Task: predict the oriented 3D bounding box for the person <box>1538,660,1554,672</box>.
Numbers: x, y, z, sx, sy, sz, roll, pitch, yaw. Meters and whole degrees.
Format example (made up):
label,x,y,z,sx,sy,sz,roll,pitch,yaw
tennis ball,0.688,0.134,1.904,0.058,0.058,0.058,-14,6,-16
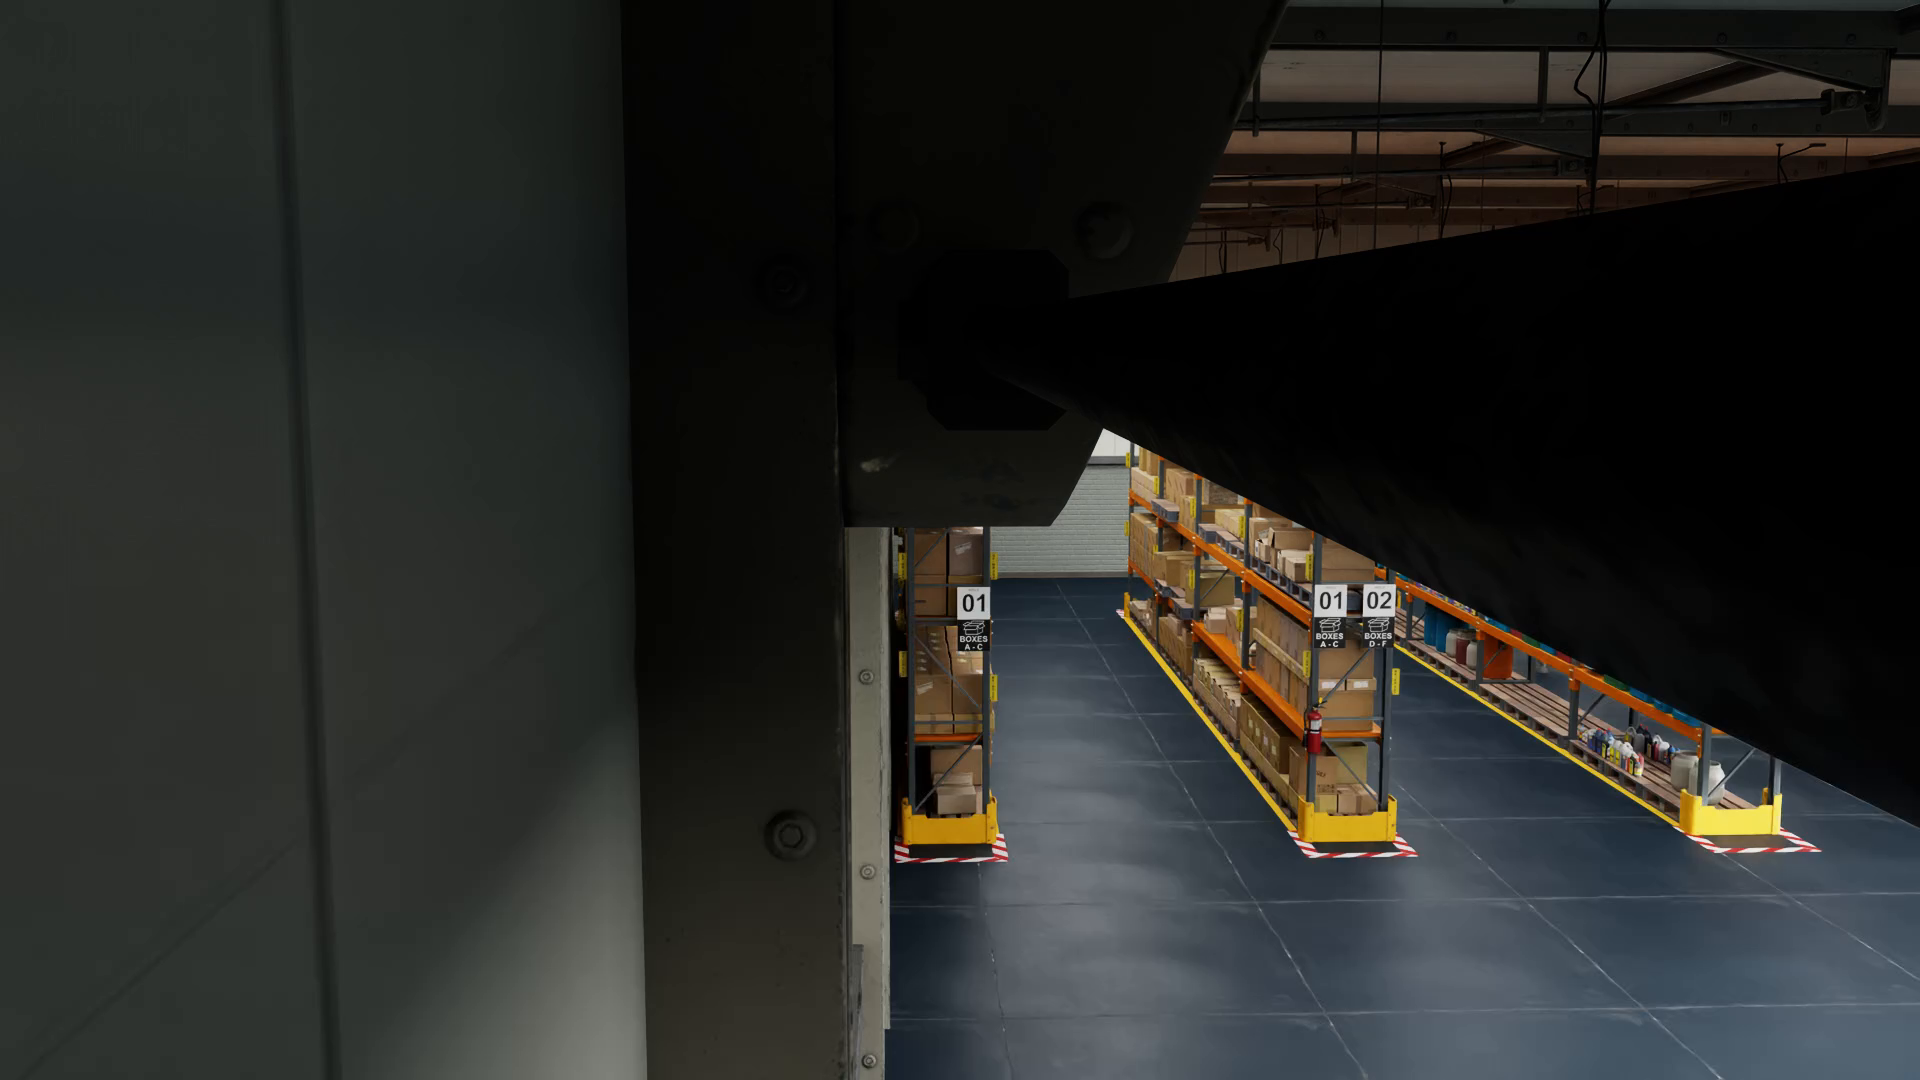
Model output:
label,x,y,z,sx,sy,sz,roll,pitch,yaw
person,10.797,1.615,30.383,0.716,1.684,0.713,1,7,6
